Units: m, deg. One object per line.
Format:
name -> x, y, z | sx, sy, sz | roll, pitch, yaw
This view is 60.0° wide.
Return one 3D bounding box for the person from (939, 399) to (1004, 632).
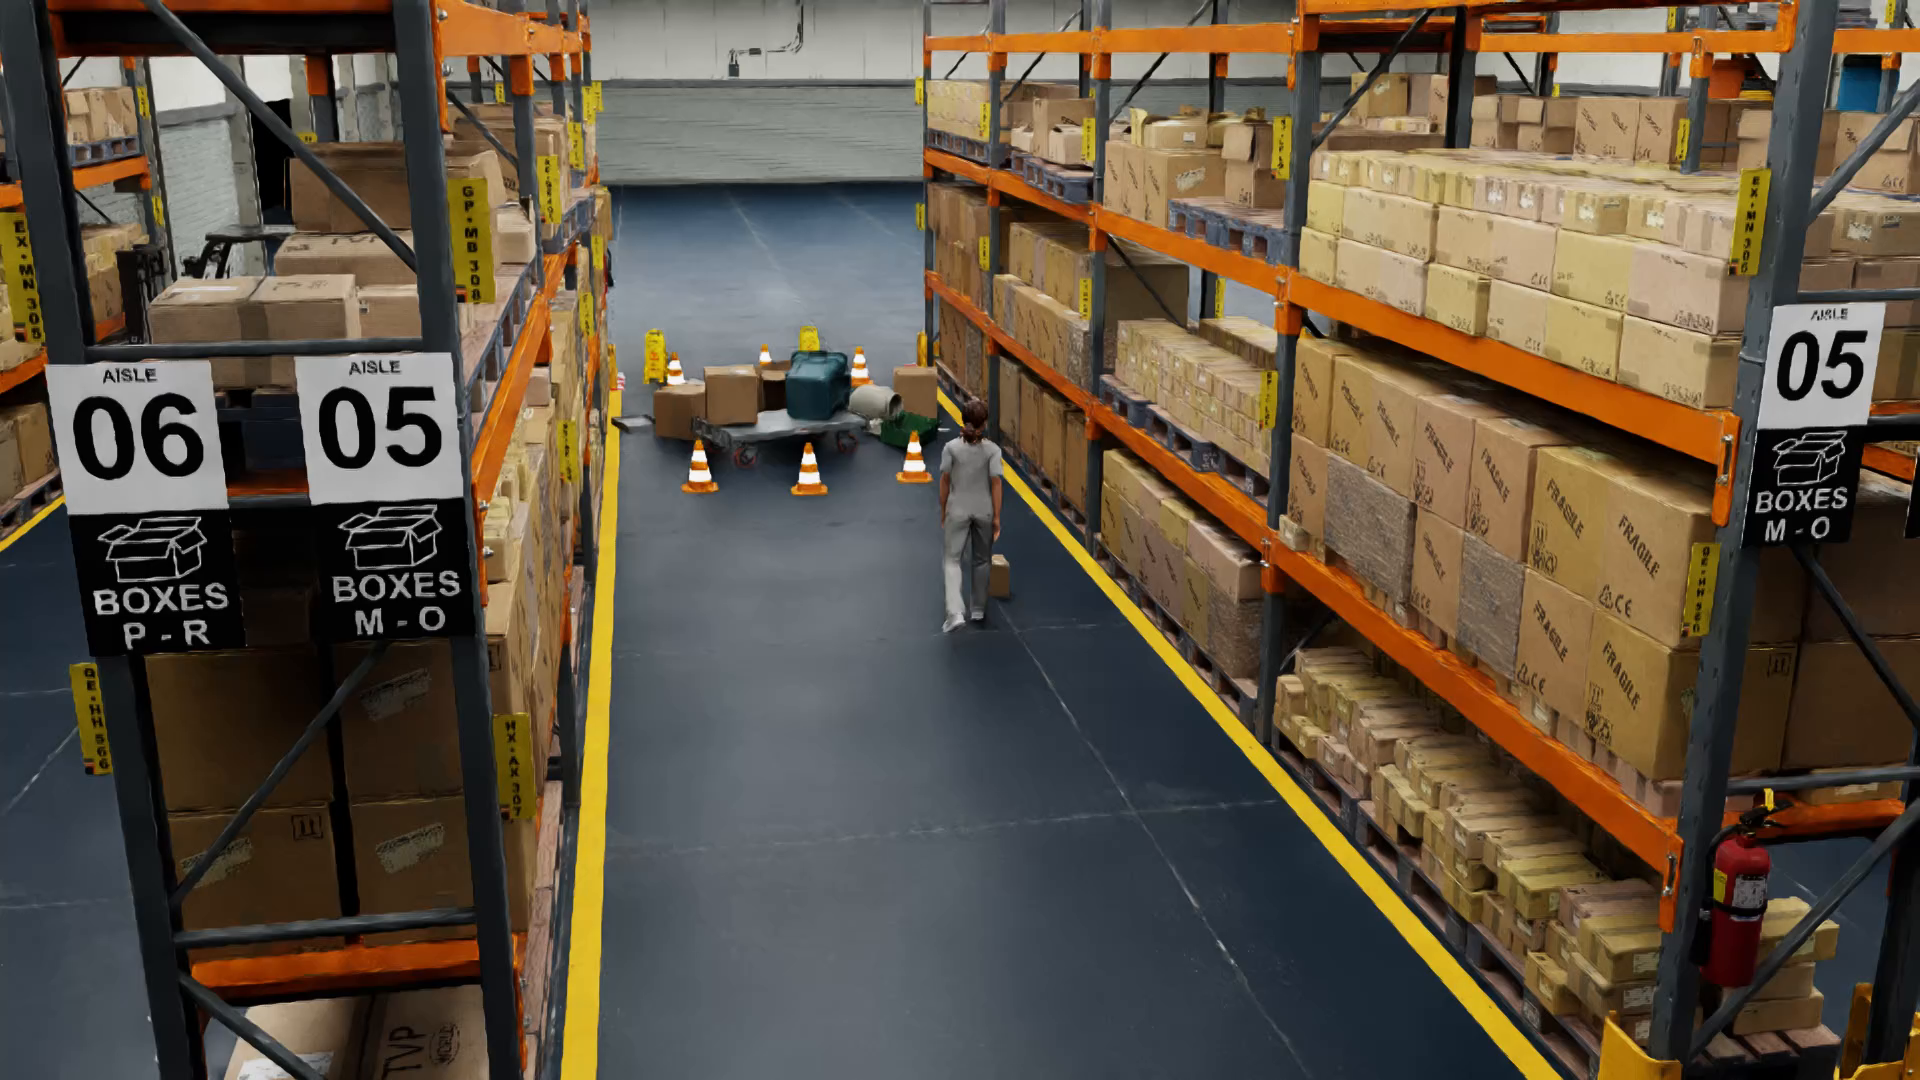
person -> 0.080, -0.169, 11.615 | 0.443, 1.653, 0.922 | -1, 16, -3
